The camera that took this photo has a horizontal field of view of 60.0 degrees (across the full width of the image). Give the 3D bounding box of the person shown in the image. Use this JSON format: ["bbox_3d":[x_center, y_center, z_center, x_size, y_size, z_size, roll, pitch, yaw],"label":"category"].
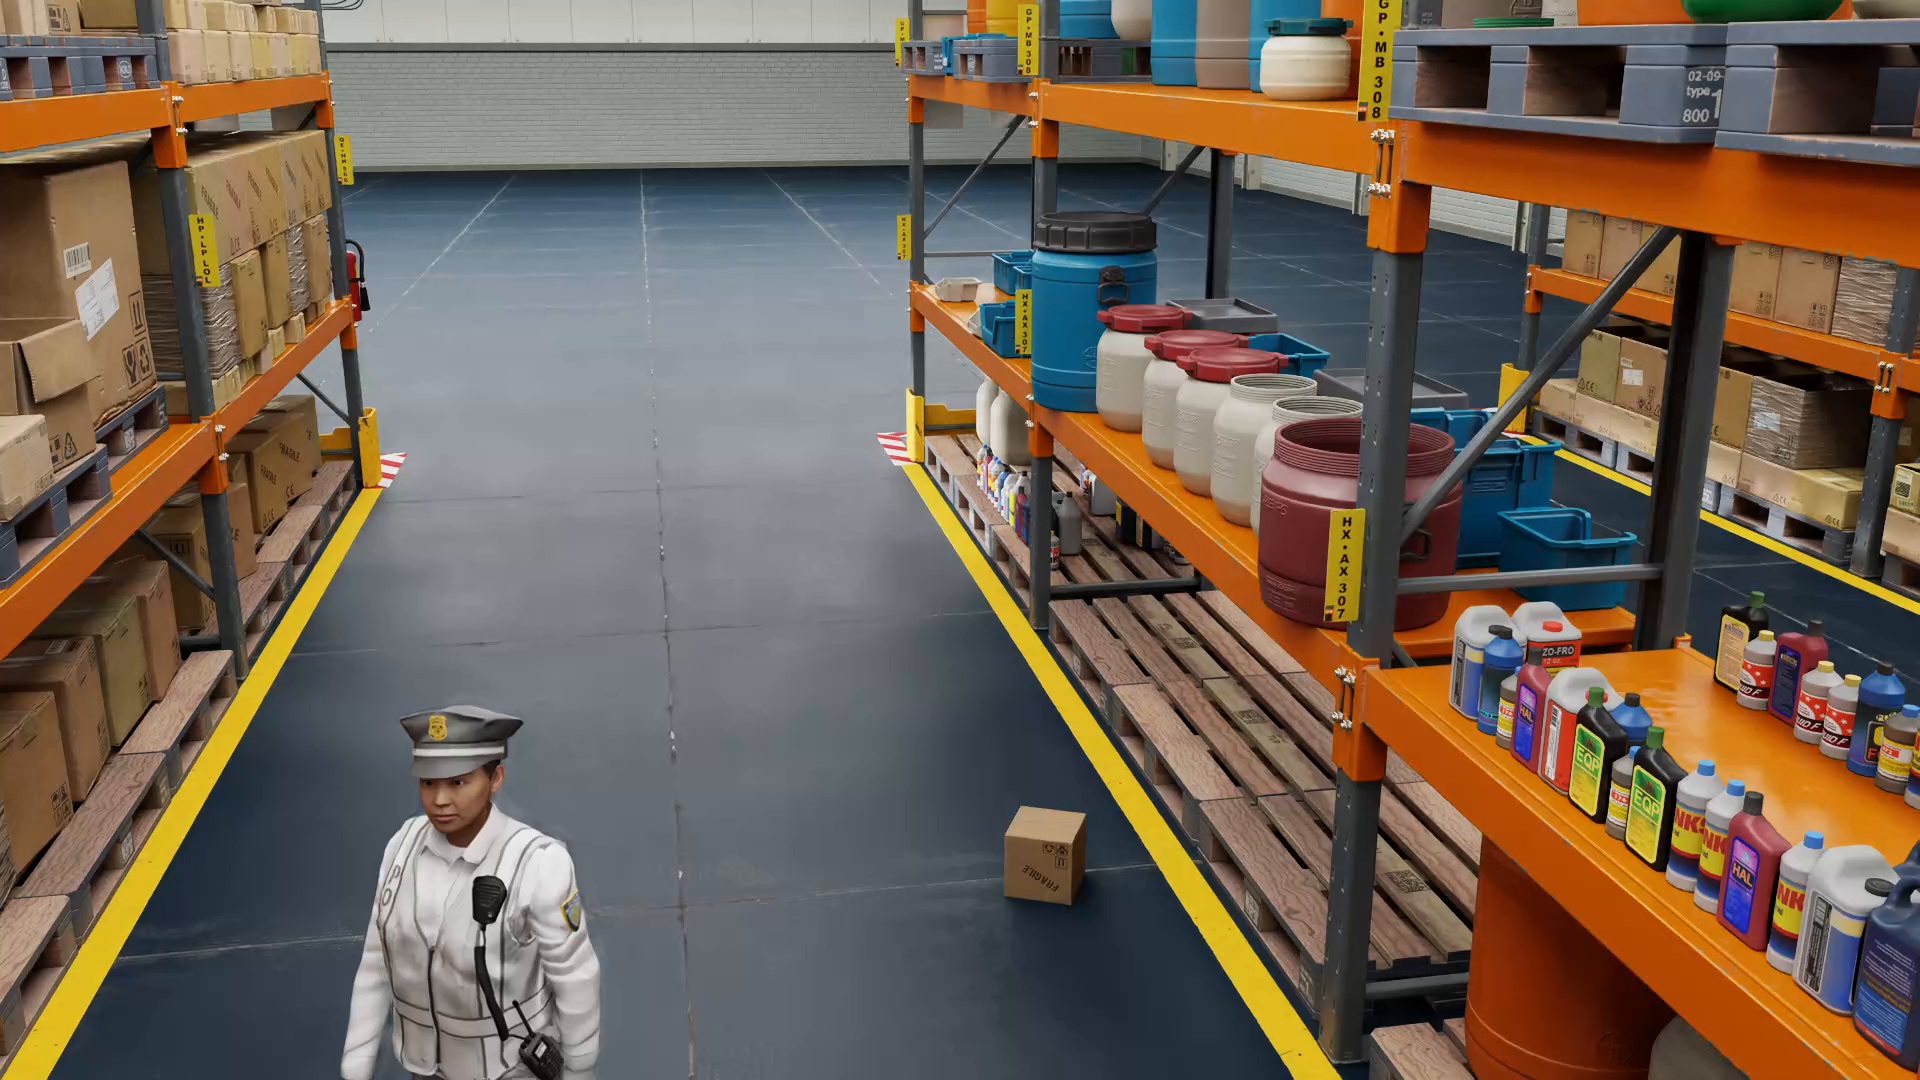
[{"bbox_3d":[-1.074,1.169,3.541,0.485,1.706,0.773,7,18,22],"label":"person"}]
